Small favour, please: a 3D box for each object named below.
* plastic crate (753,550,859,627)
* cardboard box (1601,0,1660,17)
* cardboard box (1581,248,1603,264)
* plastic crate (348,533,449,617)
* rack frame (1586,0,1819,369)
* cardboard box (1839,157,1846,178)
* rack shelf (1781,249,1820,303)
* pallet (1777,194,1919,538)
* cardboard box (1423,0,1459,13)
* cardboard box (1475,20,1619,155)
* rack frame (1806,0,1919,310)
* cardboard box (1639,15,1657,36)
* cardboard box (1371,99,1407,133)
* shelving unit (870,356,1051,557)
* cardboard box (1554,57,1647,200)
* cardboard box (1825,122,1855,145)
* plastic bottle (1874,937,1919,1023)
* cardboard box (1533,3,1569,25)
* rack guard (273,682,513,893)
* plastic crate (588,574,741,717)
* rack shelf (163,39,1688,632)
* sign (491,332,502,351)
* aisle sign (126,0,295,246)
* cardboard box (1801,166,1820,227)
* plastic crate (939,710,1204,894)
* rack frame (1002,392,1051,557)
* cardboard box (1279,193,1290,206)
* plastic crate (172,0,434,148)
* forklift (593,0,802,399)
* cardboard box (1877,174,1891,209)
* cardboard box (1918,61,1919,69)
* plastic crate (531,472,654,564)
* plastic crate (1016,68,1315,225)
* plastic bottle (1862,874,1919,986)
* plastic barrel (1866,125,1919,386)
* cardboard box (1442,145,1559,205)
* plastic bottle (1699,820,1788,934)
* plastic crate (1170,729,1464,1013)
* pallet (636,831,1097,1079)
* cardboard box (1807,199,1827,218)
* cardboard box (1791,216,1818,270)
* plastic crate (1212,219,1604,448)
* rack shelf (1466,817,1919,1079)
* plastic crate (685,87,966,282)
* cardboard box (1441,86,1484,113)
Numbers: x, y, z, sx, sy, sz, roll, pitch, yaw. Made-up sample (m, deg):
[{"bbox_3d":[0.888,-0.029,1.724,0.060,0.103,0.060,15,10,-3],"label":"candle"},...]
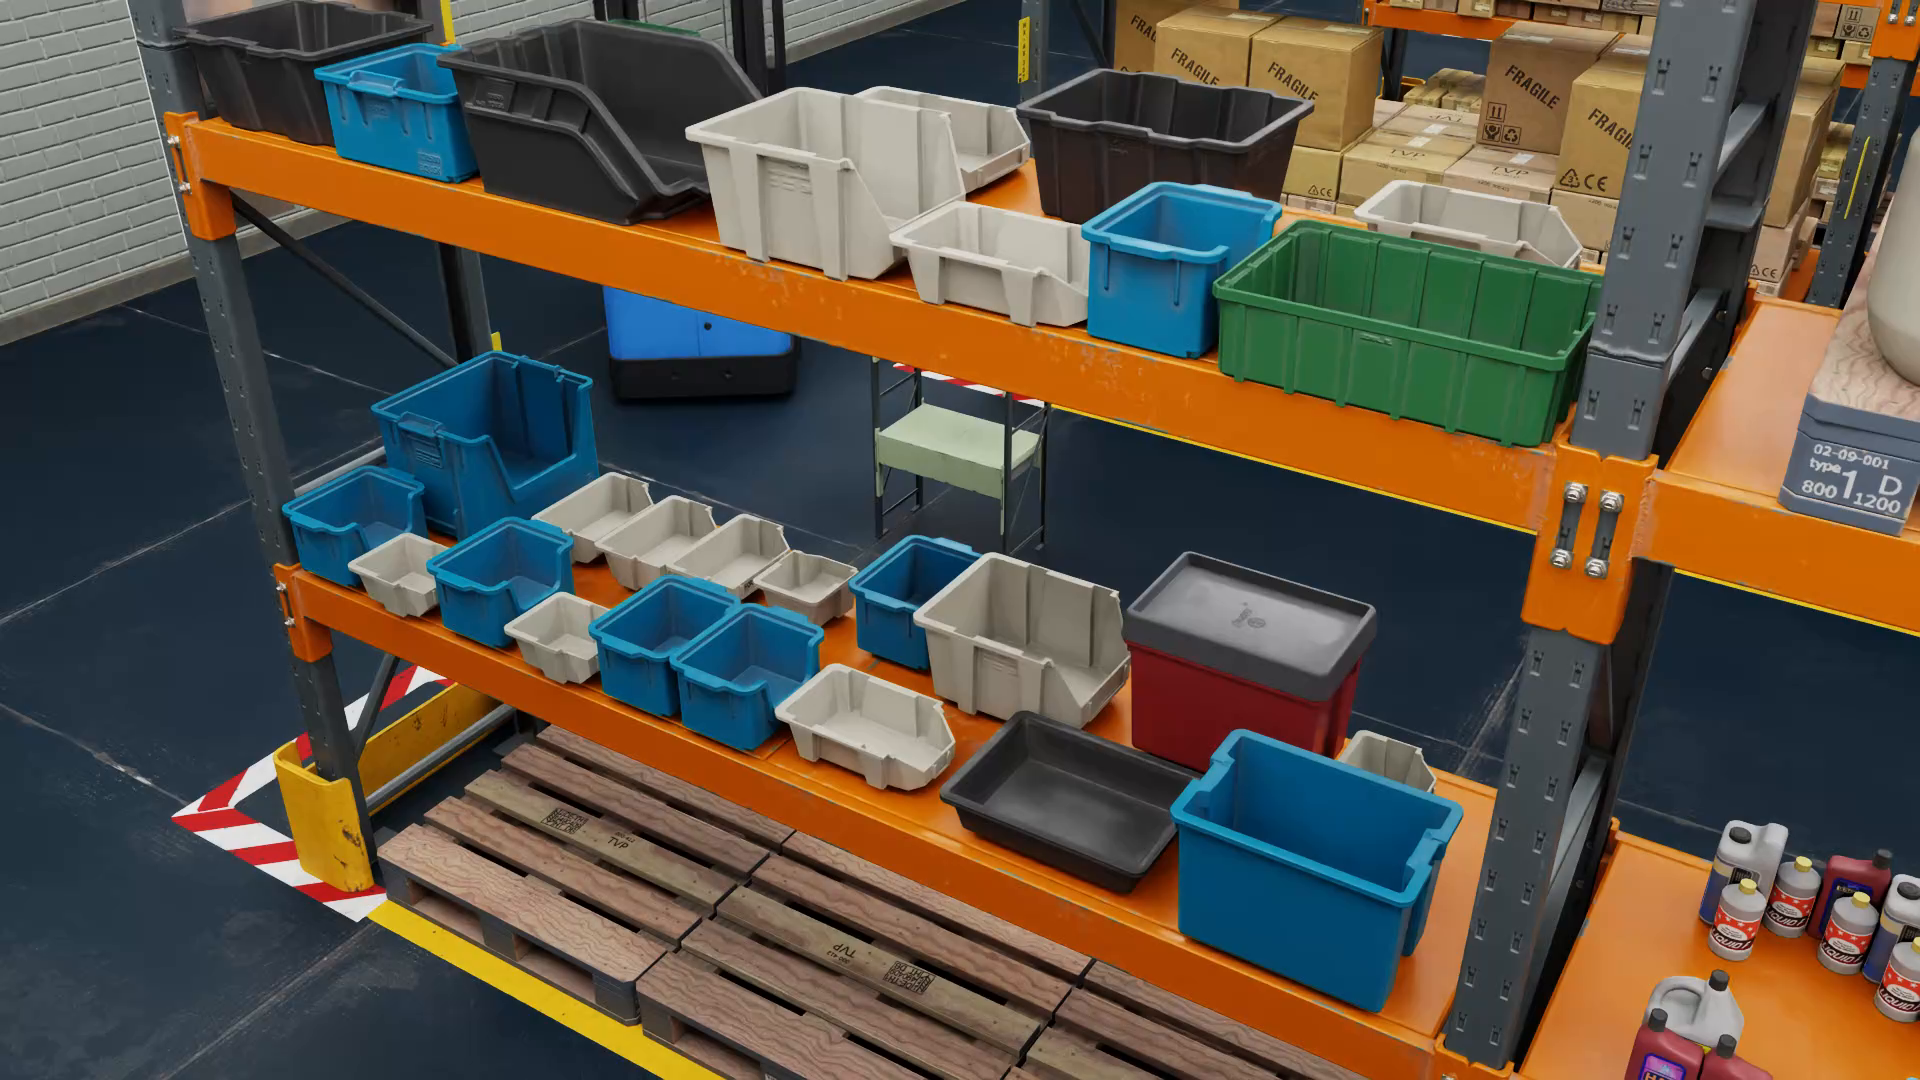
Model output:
[{"bbox_3d":[-0.463,0.156,5.207,0.250,0.136,0.298,18,35,27],"label":"plastic crate"},{"bbox_3d":[4.902,-4.026,11.781,0.500,0.500,0.500,17,34,26],"label":"cardboard box"},{"bbox_3d":[2.938,-1.375,7.879,0.250,0.149,0.380,18,35,28],"label":"cardboard box"},{"bbox_3d":[-1.735,0.124,5.263,0.298,0.136,0.250,18,35,27],"label":"plastic crate"},{"bbox_3d":[1.391,-1.812,2.426,0.127,3.000,1.000,18,35,27],"label":"rack frame"},{"bbox_3d":[6.307,-2.616,11.579,0.250,0.149,0.380,19,35,29],"label":"cardboard box"},{"bbox_3d":[2.330,-1.560,8.661,4.000,0.370,1.077,18,35,27],"label":"rack shelf"},{"bbox_3d":[2.107,-0.266,2.941,1.003,0.211,1.213,18,35,27],"label":"pallet"},{"bbox_3d":[3.696,-4.110,12.568,0.250,0.149,0.380,19,35,29],"label":"cardboard box"},{"bbox_3d":[2.898,-2.232,8.209,0.500,0.500,0.500,16,34,26],"label":"cardboard box"},{"bbox_3d":[4.024,-1.335,7.561,0.127,3.000,1.000,18,35,27],"label":"rack frame"},{"bbox_3d":[5.018,-3.681,11.832,0.250,0.149,0.380,18,35,28],"label":"cardboard box"},{"bbox_3d":[2.048,-2.181,8.865,0.500,0.250,0.500,16,34,26],"label":"cardboard box"},{"bbox_3d":[0.006,-0.646,7.869,0.755,1.500,0.431,18,35,27],"label":"shelving unit"},{"bbox_3d":[3.071,-1.867,7.583,0.500,0.500,0.500,18,35,28],"label":"cardboard box"},{"bbox_3d":[6.363,-2.911,12.085,0.250,0.149,0.380,19,35,30],"label":"cardboard box"},{"bbox_3d":[2.156,0.989,3.775,0.097,0.201,0.097,0,30,0],"label":"plastic bottle"},{"bbox_3d":[4.405,-3.921,12.244,0.250,0.149,0.380,17,34,27],"label":"cardboard box"},{"bbox_3d":[-2.024,0.787,6.406,0.348,0.500,1.175,18,35,27],"label":"rack guard"},{"bbox_3d":[-0.848,0.314,4.842,0.300,0.233,0.416,18,35,27],"label":"plastic crate"},{"bbox_3d":[-0.303,-0.741,4.281,4.000,0.370,1.077,18,35,27],"label":"rack shelf"},{"bbox_3d":[-1.718,-0.602,6.143,0.005,0.325,0.100,18,35,27],"label":"sign"},{"bbox_3d":[-2.216,-1.308,4.935,0.004,0.787,0.394,18,35,27],"label":"aisle sign"},{"bbox_3d":[3.766,-1.636,7.931,0.500,0.250,0.500,17,34,26],"label":"cardboard box"},{"bbox_3d":[0.300,0.687,4.309,0.590,0.125,0.437,18,35,27],"label":"plastic crate"},{"bbox_3d":[0.316,-0.548,7.701,0.023,1.500,0.400,18,35,27],"label":"rack frame"},{"bbox_3d":[1.633,-1.787,8.586,0.250,0.149,0.380,17,34,26],"label":"cardboard box"},{"bbox_3d":[-1.819,-1.309,4.670,0.590,0.269,0.497,18,35,27],"label":"plastic crate"},{"bbox_3d":[-1.591,-2.787,10.119,1.130,2.935,3.031,-2,30,-4],"label":"forklift"},{"bbox_3d":[6.311,-2.452,11.593,0.250,0.149,0.380,18,35,28],"label":"cardboard box"},{"bbox_3d":[6.380,-3.292,11.166,0.250,0.149,0.380,17,34,27],"label":"cardboard box"},{"bbox_3d":[-1.210,-0.063,5.583,0.243,0.136,0.396,18,35,27],"label":"plastic crate"},{"bbox_3d":[0.485,-0.910,3.985,0.590,0.269,0.497,18,35,27],"label":"plastic crate"},{"bbox_3d":[2.206,0.898,3.856,0.135,0.276,0.152,18,35,27],"label":"plastic bottle"},{"bbox_3d":[1.704,-0.508,2.616,0.433,0.535,0.433,0,30,0],"label":"plastic barrel"},{"bbox_3d":[2.639,-1.679,8.005,0.500,0.250,0.500,18,35,28],"label":"cardboard box"},{"bbox_3d":[1.897,0.801,4.024,0.135,0.276,0.152,18,35,27],"label":"plastic bottle"},{"bbox_3d":[0.814,0.781,3.891,0.575,0.384,0.392,18,35,27],"label":"plastic crate"},{"bbox_3d":[-0.290,1.477,5.509,1.213,0.211,1.003,18,35,27],"label":"pallet"},{"bbox_3d":[6.058,-2.439,11.867,0.250,0.149,0.380,19,35,29],"label":"cardboard box"},{"bbox_3d":[3.951,-1.447,8.003,0.250,0.149,0.380,18,35,27],"label":"cardboard box"},{"bbox_3d":[0.872,-0.409,3.208,0.662,0.188,0.450,18,35,27],"label":"plastic crate"},{"bbox_3d":[3.085,1.626,3.200,4.000,0.370,1.077,18,35,27],"label":"rack shelf"},{"bbox_3d":[-0.284,-0.811,3.805,0.530,0.282,0.437,18,35,27],"label":"plastic crate"},{"bbox_3d":[3.919,-3.395,12.915,0.250,0.149,0.380,18,35,28],"label":"cardboard box"}]
